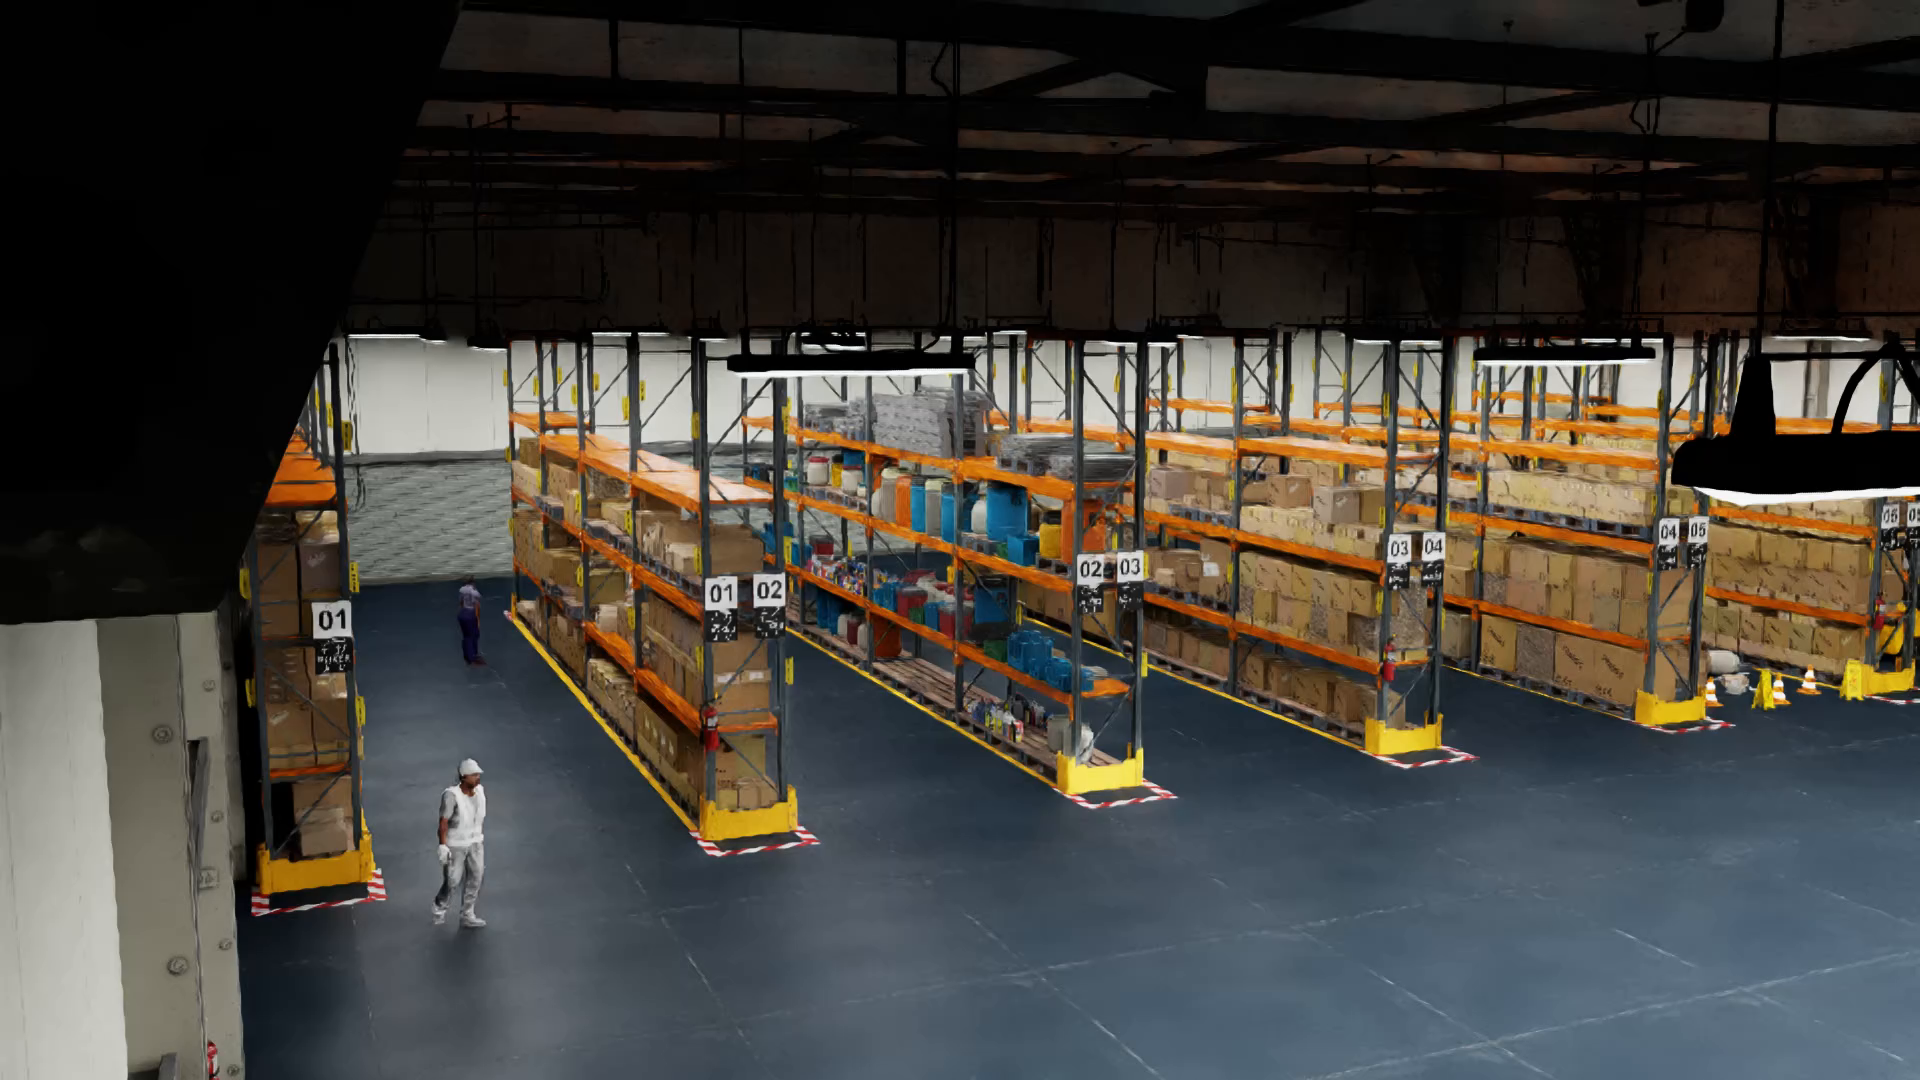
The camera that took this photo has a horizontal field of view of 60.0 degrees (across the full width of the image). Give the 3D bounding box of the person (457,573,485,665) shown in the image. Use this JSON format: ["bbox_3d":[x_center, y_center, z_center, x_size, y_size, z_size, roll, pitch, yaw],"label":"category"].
[{"bbox_3d":[-8.843,1.414,30.138,0.530,1.653,0.430,6,10,38],"label":"person"}]

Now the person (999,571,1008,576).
[{"bbox_3d":[0.794,1.371,30.165,0.562,1.726,0.623,1,8,7],"label":"person"}]

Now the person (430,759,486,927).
[{"bbox_3d":[-5.191,3.128,17.215,0.575,1.770,0.599,5,9,32],"label":"person"}]

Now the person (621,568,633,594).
[{"bbox_3d":[-6.743,0.826,33.943,0.528,1.777,0.670,-3,8,-20],"label":"person"}]
